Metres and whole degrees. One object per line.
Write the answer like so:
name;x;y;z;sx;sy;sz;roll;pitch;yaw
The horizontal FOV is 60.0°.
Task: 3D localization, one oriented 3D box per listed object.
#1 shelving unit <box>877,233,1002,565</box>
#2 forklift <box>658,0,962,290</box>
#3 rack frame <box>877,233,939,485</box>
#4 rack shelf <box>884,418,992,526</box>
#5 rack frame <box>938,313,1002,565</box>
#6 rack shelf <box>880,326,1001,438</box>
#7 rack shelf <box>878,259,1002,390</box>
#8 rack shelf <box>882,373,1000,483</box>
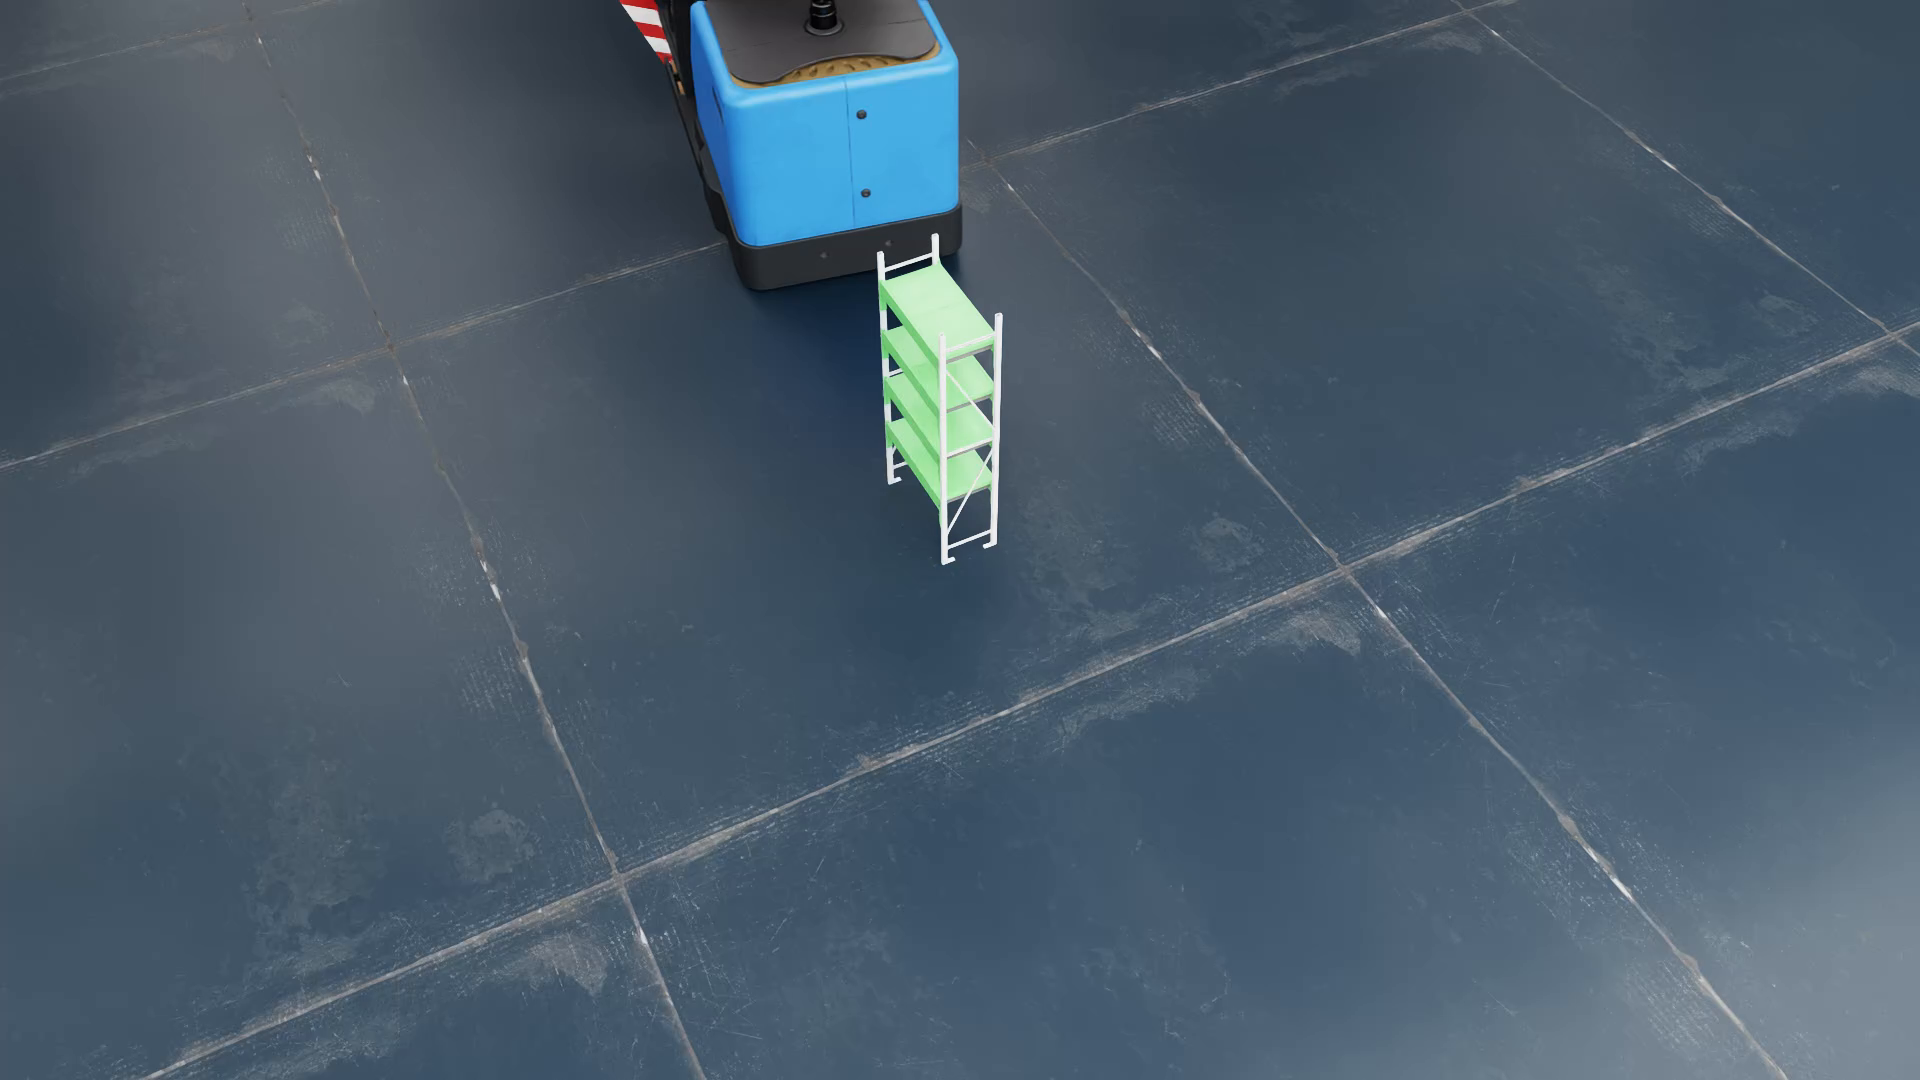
shelving unit;-0.076;-0.506;6.288;0.258;1.200;0.503;-21;52;-18
forklift;-0.900;-3.235;7.525;1.130;2.935;3.031;-13;50;-11
rack frame;-0.187;-0.669;6.431;0.240;1.200;0.015;-21;52;-18
rack shelf;-0.076;-0.306;6.517;0.258;0.148;0.480;-21;52;-18
rack frame;0.036;-0.342;6.145;0.240;1.200;0.015;-21;52;-18
rack shelf;-0.076;-0.622;6.155;0.258;0.148;0.480;-21;52;-18
rack shelf;-0.076;-0.780;5.975;0.258;0.148;0.480;-21;52;-18
rack shelf;-0.076;-0.464;6.336;0.258;0.148;0.480;-21;52;-18
